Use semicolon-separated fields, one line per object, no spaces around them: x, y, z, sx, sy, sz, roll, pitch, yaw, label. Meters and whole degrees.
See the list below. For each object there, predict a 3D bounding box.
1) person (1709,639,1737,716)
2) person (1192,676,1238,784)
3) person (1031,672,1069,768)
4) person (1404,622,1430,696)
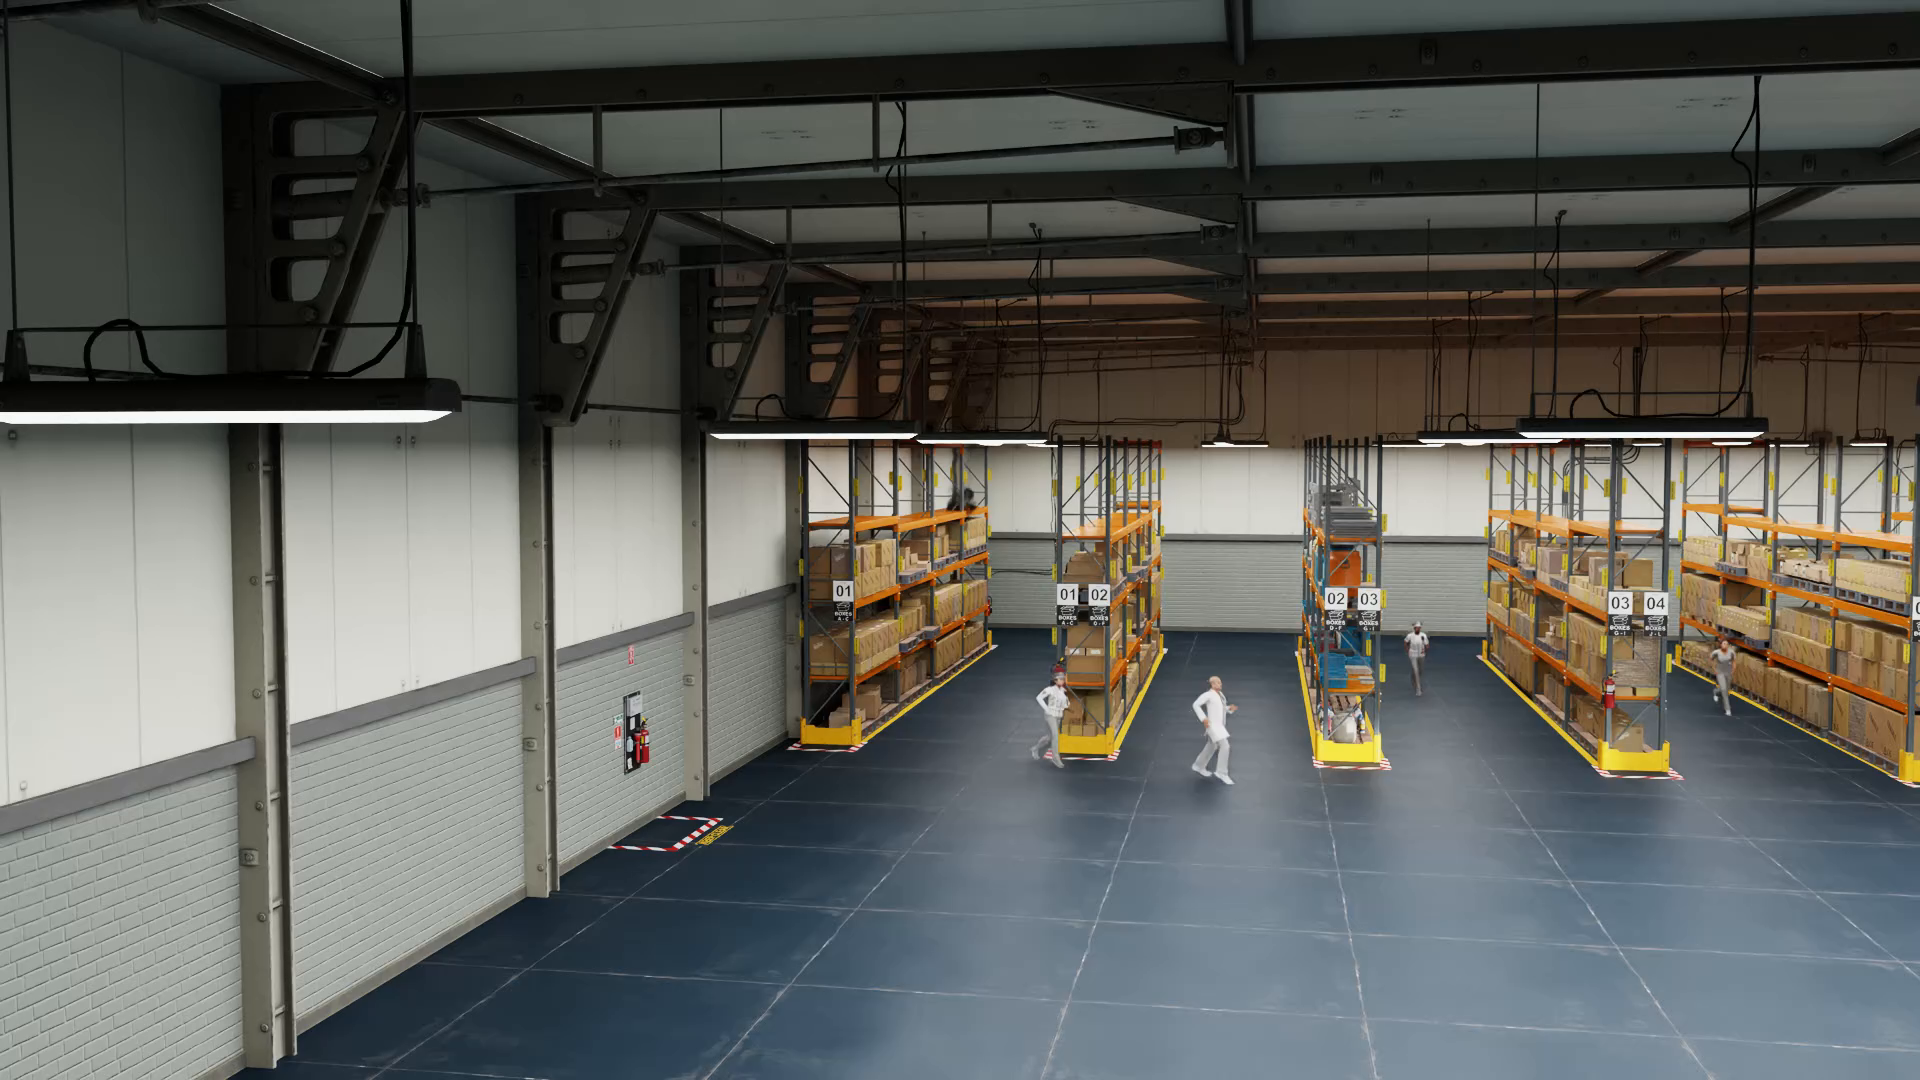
16.652;2.959;36.336;0.564;1.661;0.984;0;3;6;person
4.396;3.277;28.762;0.859;1.850;0.673;2;3;28;person
1.728;3.254;30.414;0.631;1.704;0.850;-3;4;-44;person
10.795;2.769;39.258;0.545;1.710;1.095;0;3;-3;person
